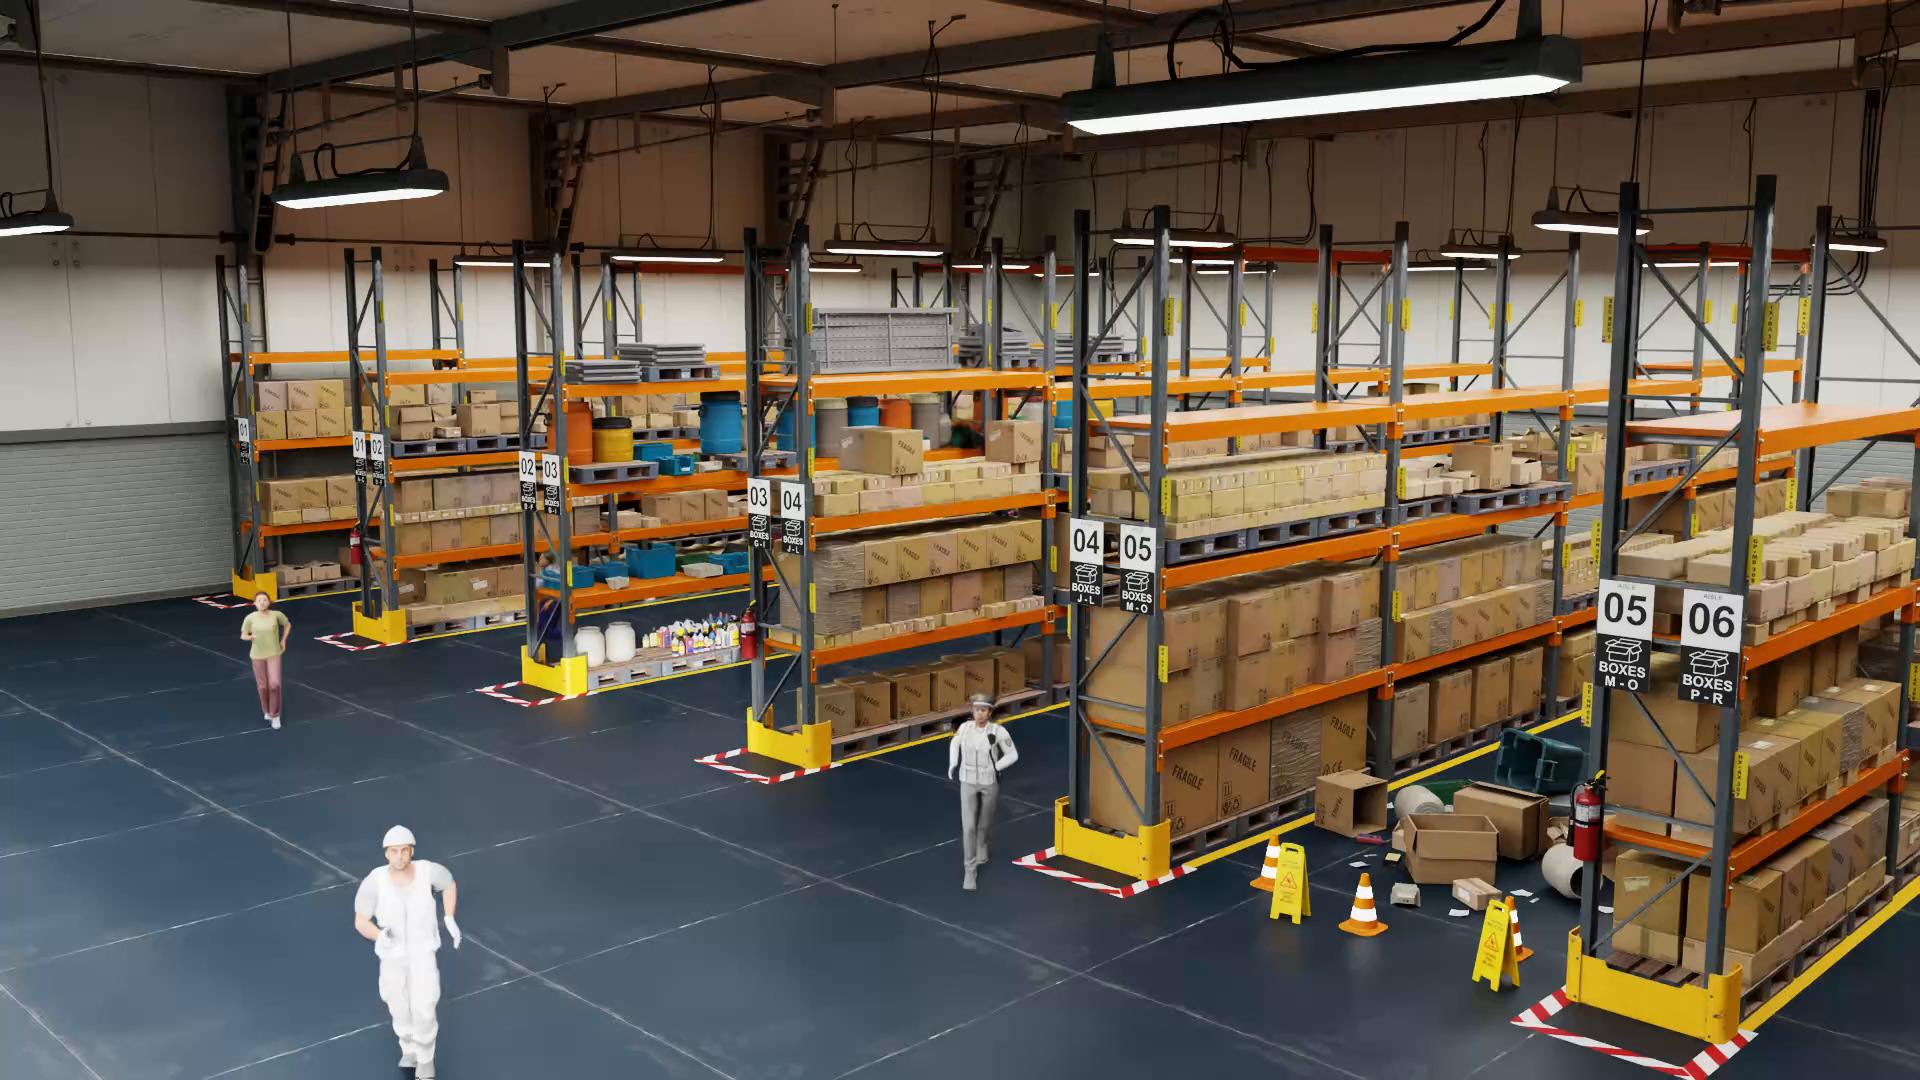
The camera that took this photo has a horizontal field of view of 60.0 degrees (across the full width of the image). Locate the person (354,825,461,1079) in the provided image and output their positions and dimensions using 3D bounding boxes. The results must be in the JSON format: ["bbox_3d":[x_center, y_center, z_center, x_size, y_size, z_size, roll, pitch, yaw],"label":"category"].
[{"bbox_3d":[-3.627,2.748,10.945,0.640,1.797,0.804,-2,8,-14],"label":"person"}]

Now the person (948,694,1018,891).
[{"bbox_3d":[0.201,2.223,15.014,0.645,1.736,0.809,1,8,10],"label":"person"}]

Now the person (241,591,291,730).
[{"bbox_3d":[-8.498,1.464,20.382,0.558,1.704,0.670,-3,9,-18],"label":"person"}]

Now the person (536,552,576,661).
[{"bbox_3d":[-5.943,0.976,24.166,0.729,1.621,0.630,-7,11,-42],"label":"person"}]
